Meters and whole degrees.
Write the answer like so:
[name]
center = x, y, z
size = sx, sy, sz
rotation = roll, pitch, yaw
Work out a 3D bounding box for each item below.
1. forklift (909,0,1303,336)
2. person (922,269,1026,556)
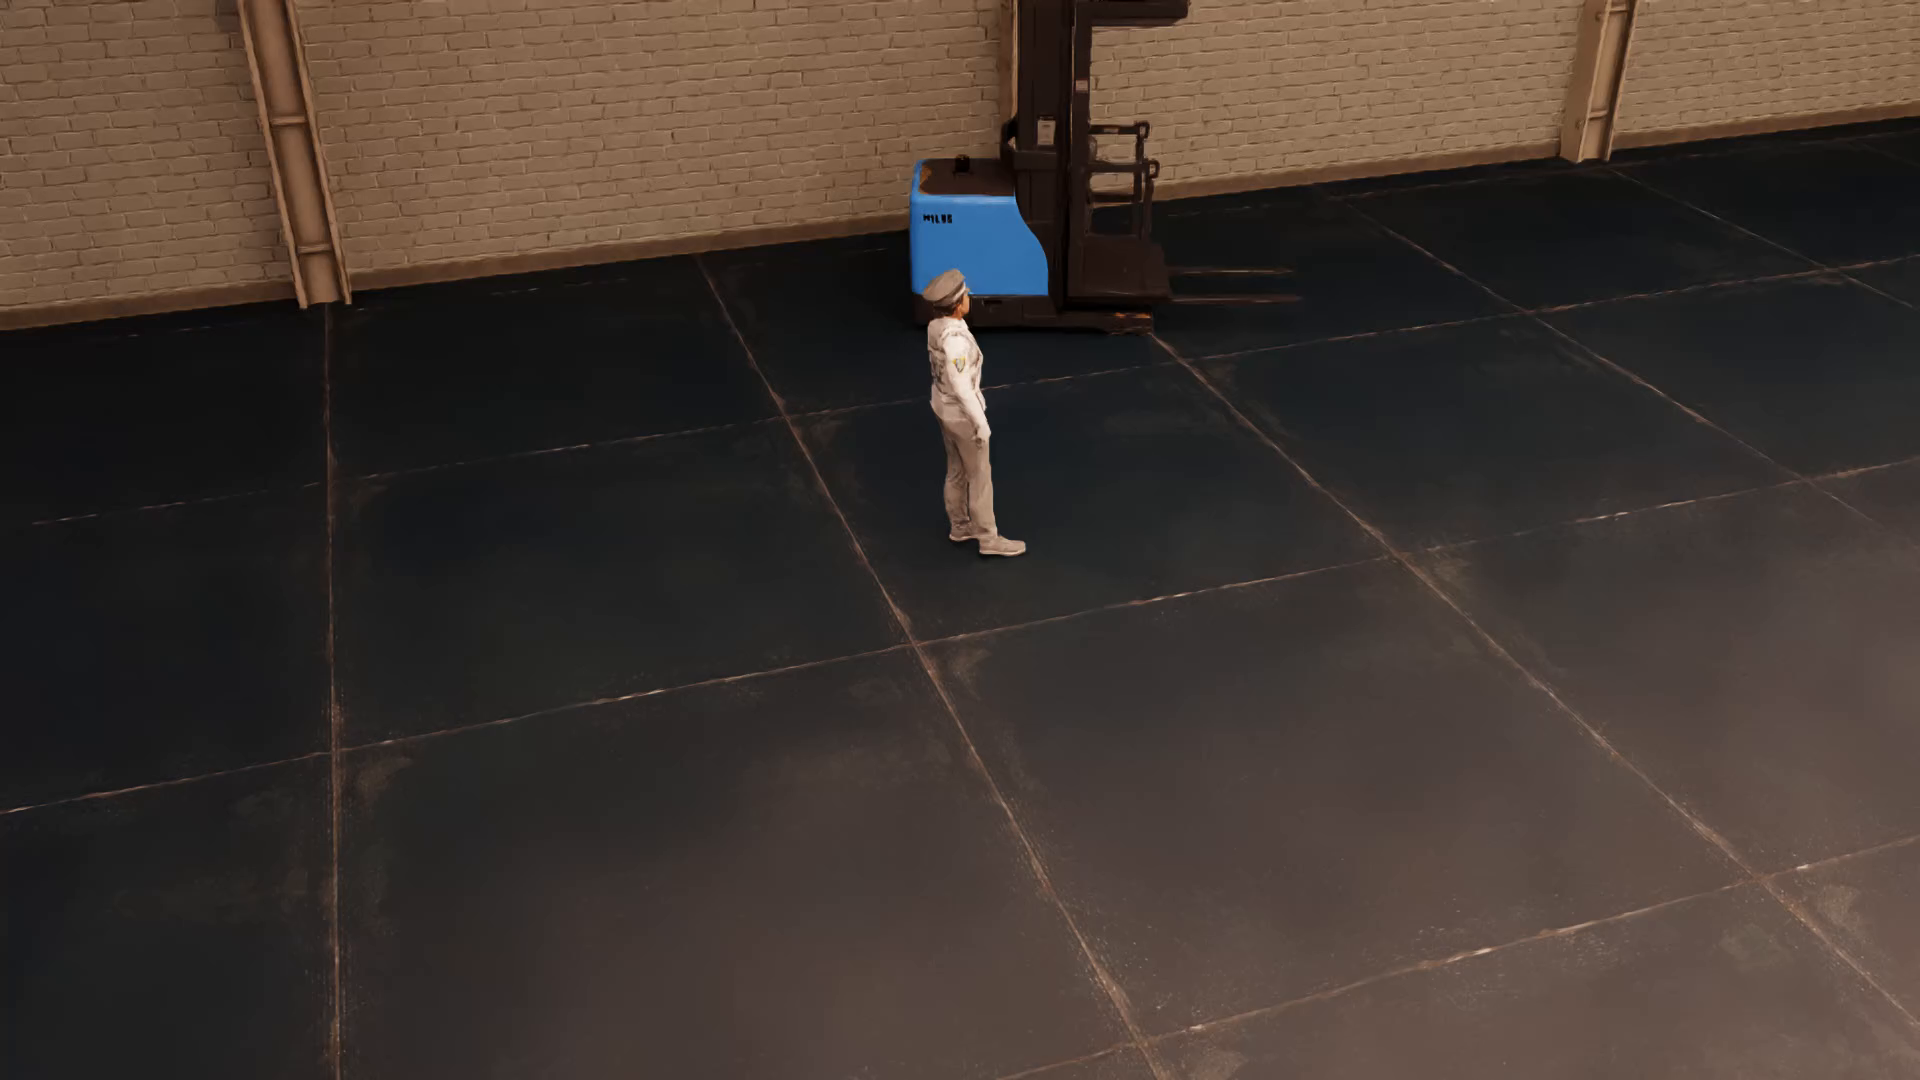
[forklift]
center = 1.135, -3.108, 12.488
size = 3.031, 2.935, 1.130
rotation = 1, 30, 1
[person]
center = 0.066, -0.748, 9.612
size = 0.532, 1.695, 0.586
rotation = -10, 31, -16
